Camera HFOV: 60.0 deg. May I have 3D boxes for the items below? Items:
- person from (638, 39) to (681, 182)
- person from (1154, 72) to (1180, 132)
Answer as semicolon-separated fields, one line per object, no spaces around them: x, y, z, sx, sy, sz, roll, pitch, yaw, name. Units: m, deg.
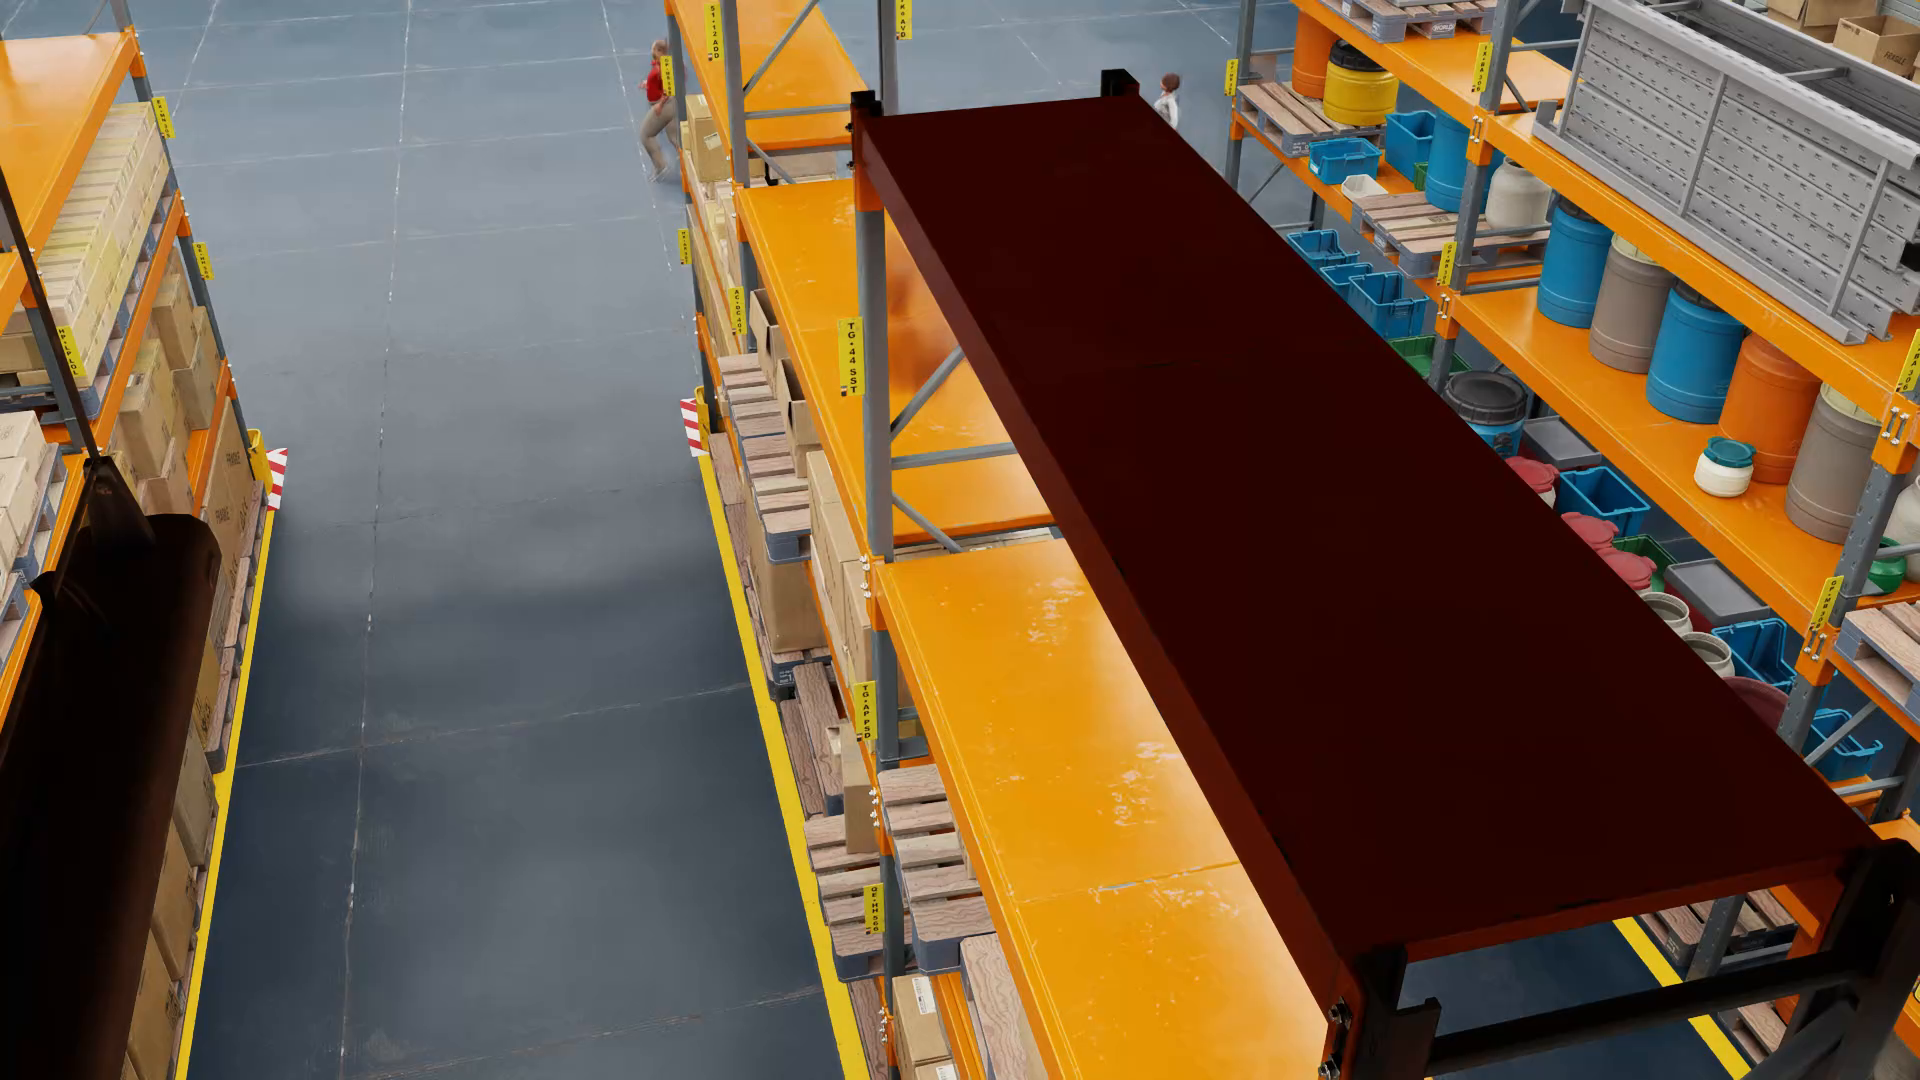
-3.559;-5.179;20.168;0.754;1.788;0.660;11;36;16;person
2.479;-4.770;19.694;0.549;1.558;0.537;2;34;2;person
